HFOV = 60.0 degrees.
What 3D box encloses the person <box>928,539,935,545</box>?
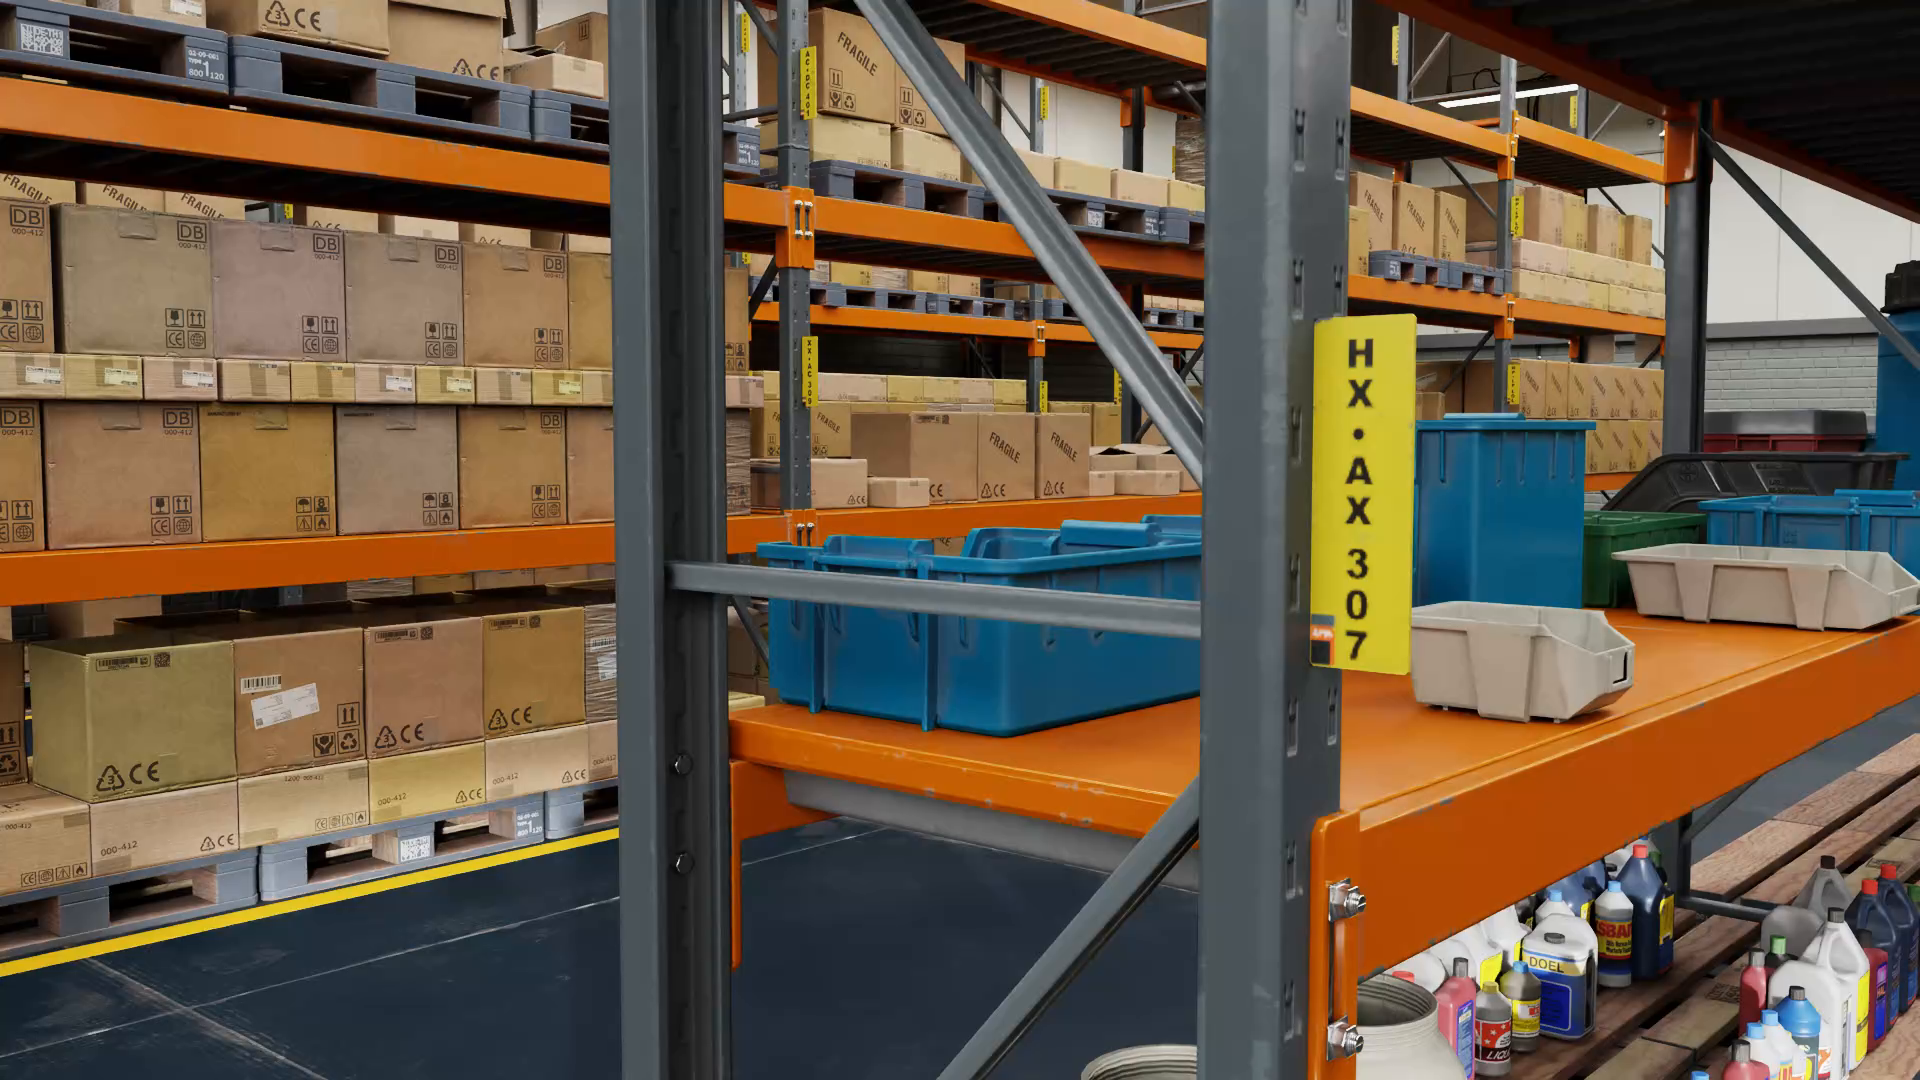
[{"bbox_3d":[-0.392,-0.027,14.232,0.471,1.581,0.366,3,5,40],"label":"person"}]
